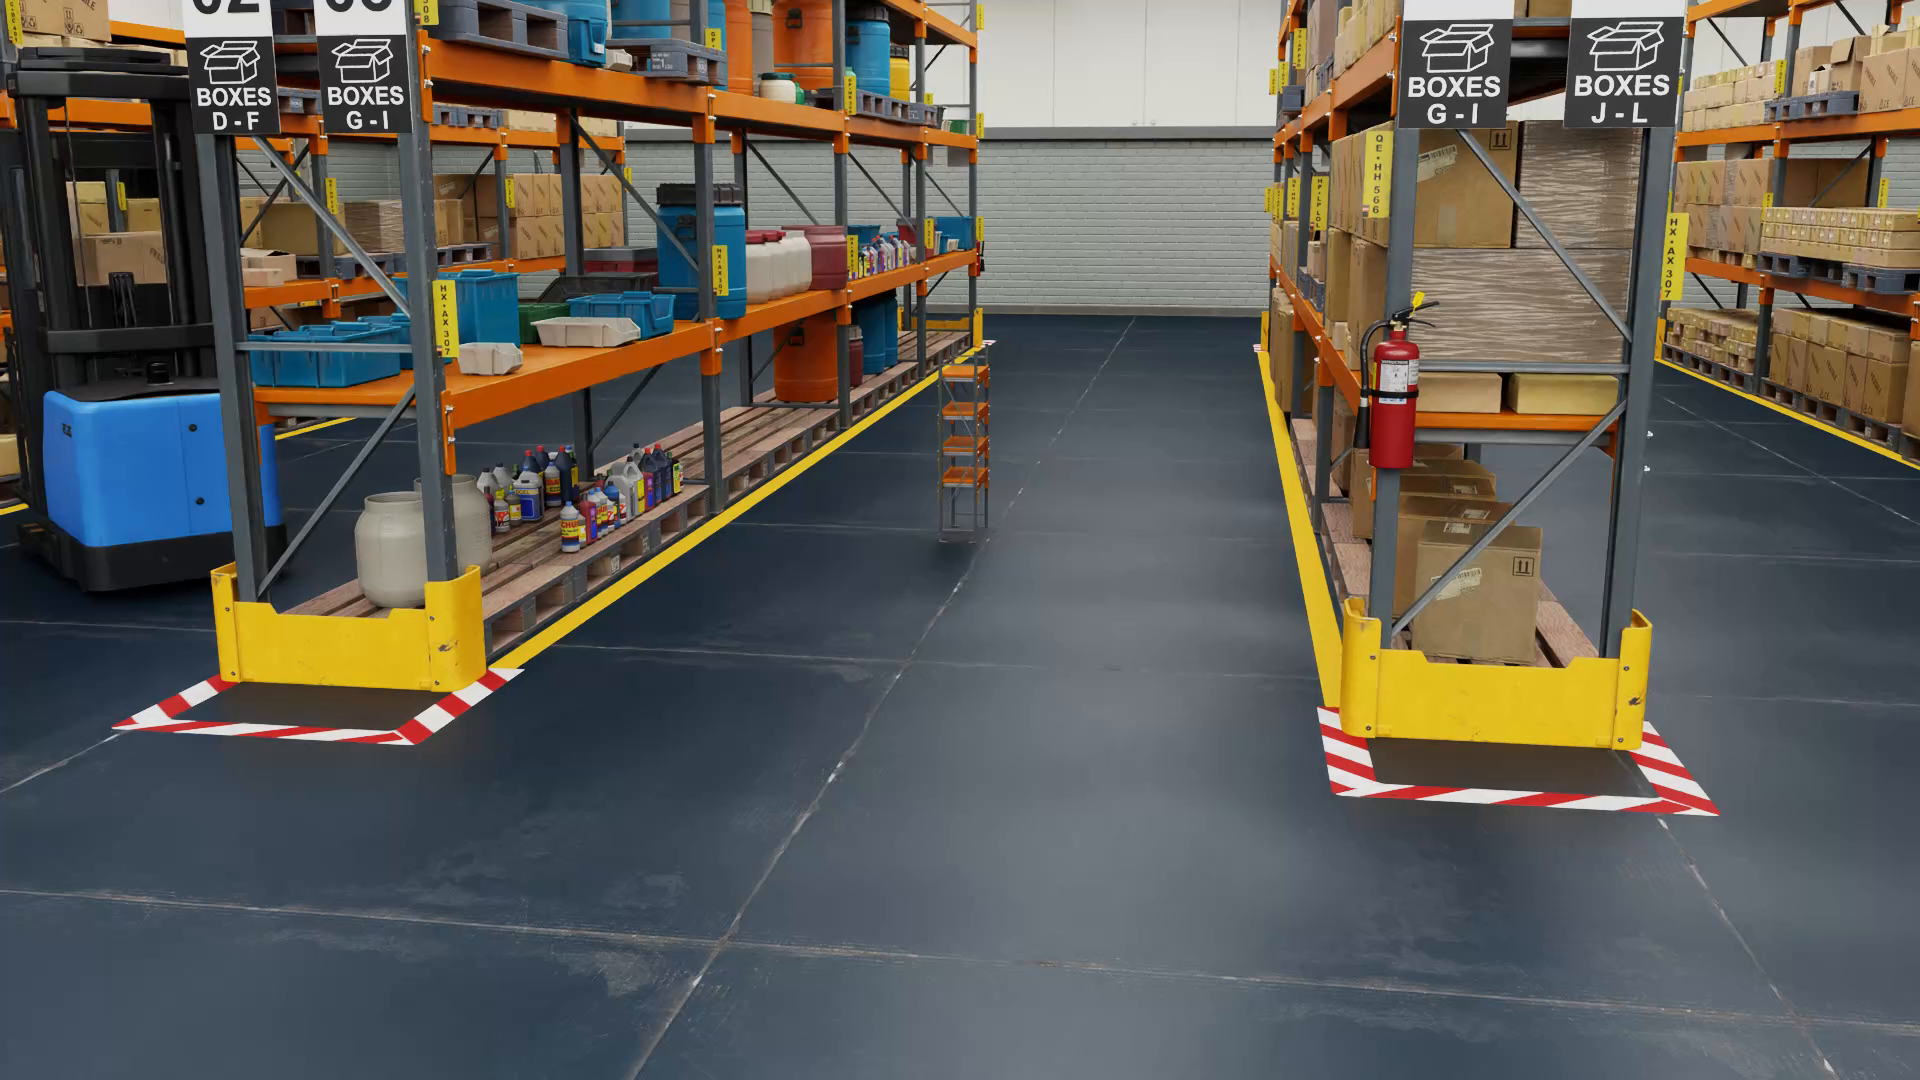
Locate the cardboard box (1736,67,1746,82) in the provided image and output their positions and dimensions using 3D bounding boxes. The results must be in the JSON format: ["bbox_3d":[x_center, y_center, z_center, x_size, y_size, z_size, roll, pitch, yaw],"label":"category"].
[{"bbox_3d":[8.840,-5.160,18.419,0.380,0.149,0.250,2,12,8],"label":"cardboard box"}]

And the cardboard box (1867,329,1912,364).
[{"bbox_3d":[8.119,-1.652,14.194,0.500,0.250,0.500,2,12,7],"label":"cardboard box"}]

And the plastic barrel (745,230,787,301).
[{"bbox_3d":[-1.578,-2.162,13.081,0.433,0.535,0.433,0,12,0],"label":"plastic barrel"}]

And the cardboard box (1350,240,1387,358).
[{"bbox_3d":[2.227,-1.083,7.456,0.875,0.500,0.500,2,12,9],"label":"cardboard box"}]

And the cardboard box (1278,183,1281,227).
[{"bbox_3d":[3.890,-3.812,18.933,0.500,0.500,0.500,2,12,9],"label":"cardboard box"}]

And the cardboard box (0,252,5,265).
[{"bbox_3d":[-10.744,-3.136,18.474,0.380,0.149,0.250,2,12,10],"label":"cardboard box"}]

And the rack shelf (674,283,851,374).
[{"bbox_3d":[-1.814,-1.725,13.085,1.077,0.370,4.000,2,12,9],"label":"rack shelf"}]

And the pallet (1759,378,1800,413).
[{"bbox_3d":[8.770,-1.458,16.759,1.003,0.211,1.213,2,12,9],"label":"pallet"}]

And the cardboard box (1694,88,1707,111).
[{"bbox_3d":[9.100,-5.262,19.839,0.500,0.250,0.500,2,12,8],"label":"cardboard box"}]

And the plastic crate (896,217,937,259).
[{"bbox_3d":[-0.506,-3.564,19.617,0.402,0.464,0.583,2,12,9],"label":"plastic crate"}]

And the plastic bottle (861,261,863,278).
[{"bbox_3d":[-0.984,-2.623,16.015,0.097,0.201,0.097,0,12,0],"label":"plastic bottle"}]

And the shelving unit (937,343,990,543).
[{"bbox_3d":[0.025,-0.621,10.527,0.258,1.200,0.503,2,12,9],"label":"shelving unit"}]

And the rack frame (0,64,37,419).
[{"bbox_3d":[-7.015,-1.822,11.826,1.000,3.000,0.127,2,12,9],"label":"rack frame"}]

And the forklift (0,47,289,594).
[{"bbox_3d":[-5.144,-1.397,10.020,1.130,2.935,3.031,-9,15,-37],"label":"forklift"}]

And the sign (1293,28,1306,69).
[{"bbox_3d":[2.841,-4.110,13.909,0.100,0.325,0.005,2,12,9],"label":"sign"}]

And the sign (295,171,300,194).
[{"bbox_3d":[-9.531,-5.141,23.916,0.100,0.325,0.005,2,12,9],"label":"sign"}]

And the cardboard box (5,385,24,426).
[{"bbox_3d":[-6.706,-1.035,12.374,0.500,0.311,0.500,2,12,9],"label":"cardboard box"}]

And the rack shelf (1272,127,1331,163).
[{"bbox_3d":[4.310,-4.696,19.752,1.077,0.370,4.000,2,12,9],"label":"rack shelf"}]

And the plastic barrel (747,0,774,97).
[{"bbox_3d":[-1.847,-4.040,13.812,0.600,0.901,0.600,0,12,0],"label":"plastic barrel"}]

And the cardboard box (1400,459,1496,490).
[{"bbox_3d":[2.573,-0.150,9.006,0.500,0.500,0.500,1,12,4],"label":"cardboard box"}]

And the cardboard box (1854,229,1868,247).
[{"bbox_3d":[7.976,-2.607,14.363,0.380,0.149,0.250,2,12,10],"label":"cardboard box"}]

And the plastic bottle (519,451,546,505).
[{"bbox_3d":[-2.685,-0.387,10.411,0.144,0.351,0.185,1,12,6],"label":"plastic bottle"}]

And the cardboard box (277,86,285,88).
[{"bbox_3d":[-6.414,-4.156,14.899,0.500,0.250,0.500,1,12,4],"label":"cardboard box"}]

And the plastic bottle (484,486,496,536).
[{"bbox_3d":[-2.716,-0.160,9.518,0.061,0.283,0.133,2,12,9],"label":"plastic bottle"}]

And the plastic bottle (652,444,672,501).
[{"bbox_3d":[-1.936,-0.437,10.645,0.144,0.351,0.185,2,12,7],"label":"plastic bottle"}]

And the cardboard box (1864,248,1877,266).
[{"bbox_3d":[7.935,-2.402,14.121,0.380,0.149,0.250,2,12,8],"label":"cardboard box"}]

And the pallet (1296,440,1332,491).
[{"bbox_3d":[3.076,-0.554,12.561,1.003,0.211,1.213,2,12,9],"label":"pallet"}]

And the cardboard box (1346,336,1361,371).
[{"bbox_3d":[2.124,-0.926,8.267,0.380,0.149,0.250,2,12,9],"label":"cardboard box"}]

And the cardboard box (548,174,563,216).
[{"bbox_3d":[-5.276,-4.328,20.845,0.500,0.500,0.500,2,12,7],"label":"cardboard box"}]

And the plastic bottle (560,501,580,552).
[{"bbox_3d":[-2.150,-0.076,9.160,0.097,0.271,0.097,0,12,0],"label":"plastic bottle"}]

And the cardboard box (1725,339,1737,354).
[{"bbox_3d":[8.676,-2.129,18.319,0.380,0.149,0.250,1,12,7],"label":"cardboard box"}]

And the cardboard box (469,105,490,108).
[{"bbox_3d":[-5.465,-5.218,19.633,0.500,0.250,0.500,2,12,9],"label":"cardboard box"}]

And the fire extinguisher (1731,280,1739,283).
[{"bbox_3d":[9.998,-3.634,21.302,0.296,0.674,0.183,2,12,9],"label":"fire extinguisher"}]

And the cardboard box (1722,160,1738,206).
[{"bbox_3d":[8.860,-3.987,18.557,0.500,0.500,0.500,2,12,10],"label":"cardboard box"}]

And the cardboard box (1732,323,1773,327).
[{"bbox_3d":[8.834,-2.326,18.527,0.380,0.149,0.250,2,12,11],"label":"cardboard box"}]

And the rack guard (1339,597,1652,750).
[{"bbox_3d":[2.169,0.539,6.806,1.175,0.500,0.348,2,12,9],"label":"rack guard"}]

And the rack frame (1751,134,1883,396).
[{"bbox_3d":[8.888,-2.983,17.217,1.000,3.000,0.127,2,12,9],"label":"rack frame"}]

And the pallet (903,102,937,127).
[{"bbox_3d":[-0.915,-4.533,17.737,1.213,0.211,1.003,2,12,9],"label":"pallet"}]

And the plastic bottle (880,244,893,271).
[{"bbox_3d":[-0.787,-2.963,17.419,0.152,0.276,0.135,2,12,9],"label":"plastic bottle"}]

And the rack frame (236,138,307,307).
[{"bbox_3d":[-10.065,-4.479,24.158,1.000,3.000,0.127,2,12,9],"label":"rack frame"}]

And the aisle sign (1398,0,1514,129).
[{"bbox_3d":[1.851,-1.935,6.181,0.394,0.787,0.004,2,12,9],"label":"aisle sign"}]

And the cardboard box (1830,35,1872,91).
[{"bbox_3d":[8.521,-4.388,15.374,0.797,0.503,0.637,2,12,8],"label":"cardboard box"}]

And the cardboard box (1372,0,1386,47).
[{"bbox_3d":[2.054,-2.273,7.156,0.500,0.250,0.500,2,12,9],"label":"cardboard box"}]

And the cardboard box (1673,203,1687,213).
[{"bbox_3d":[9.161,-3.926,20.647,0.500,0.500,0.500,2,12,11],"label":"cardboard box"}]

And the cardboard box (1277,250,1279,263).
[{"bbox_3d":[3.805,-3.224,18.927,0.380,0.149,0.250,2,12,8],"label":"cardboard box"}]

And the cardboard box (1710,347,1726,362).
[{"bbox_3d":[8.771,-2.103,18.903,0.380,0.149,0.250,2,12,9],"label":"cardboard box"}]

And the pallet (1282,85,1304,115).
[{"bbox_3d":[3.434,-3.842,14.531,1.213,0.211,1.003,2,12,11],"label":"pallet"}]

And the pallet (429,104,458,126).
[{"bbox_3d":[-6.111,-4.512,17.636,1.213,0.211,1.003,2,12,9],"label":"pallet"}]

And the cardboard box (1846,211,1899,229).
[{"bbox_3d":[8.014,-2.803,14.569,0.380,0.149,0.250,2,12,10],"label":"cardboard box"}]

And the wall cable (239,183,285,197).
[{"bbox_3d":[-10.803,-5.273,25.430,0.084,1.984,1.851,2,12,9],"label":"wall cable"}]

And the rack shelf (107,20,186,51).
[{"bbox_3d":[-10.373,-6.449,21.712,1.077,0.370,4.000,2,12,9],"label":"rack shelf"}]

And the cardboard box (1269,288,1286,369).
[{"bbox_3d":[3.924,-2.198,17.619,1.225,0.875,0.875,2,12,9],"label":"cardboard box"}]

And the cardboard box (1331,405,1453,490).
[{"bbox_3d":[2.888,-0.620,11.140,0.700,0.500,0.500,1,12,4],"label":"cardboard box"}]
